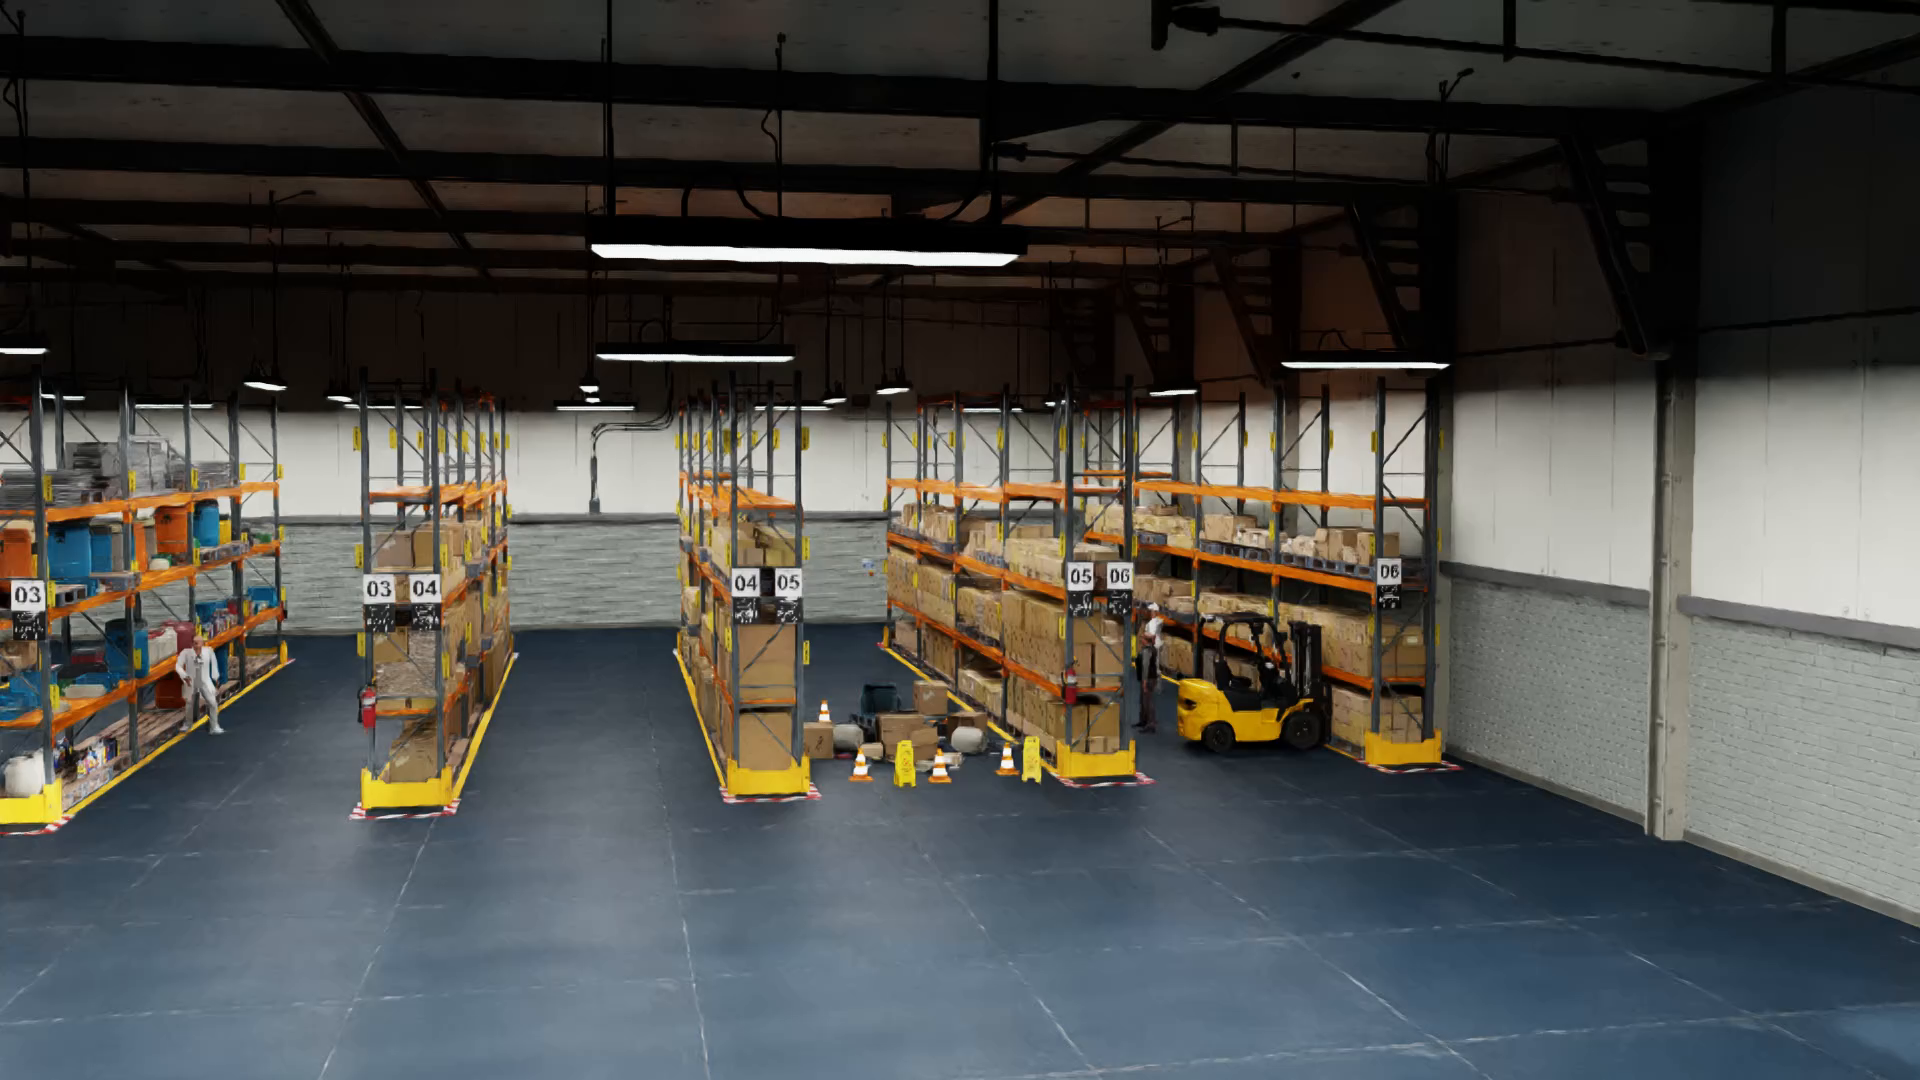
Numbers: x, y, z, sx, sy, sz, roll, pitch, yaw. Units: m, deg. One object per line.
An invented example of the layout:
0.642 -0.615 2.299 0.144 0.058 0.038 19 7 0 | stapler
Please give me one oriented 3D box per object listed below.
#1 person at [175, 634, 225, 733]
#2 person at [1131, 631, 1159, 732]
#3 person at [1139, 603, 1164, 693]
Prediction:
-13.017 2.442 28.415 0.724 1.713 0.901 -2 4 -28 | person
3.180 2.422 28.671 0.493 1.725 0.578 1 4 17 | person
3.804 2.138 33.056 0.497 1.765 0.625 1 4 18 | person
